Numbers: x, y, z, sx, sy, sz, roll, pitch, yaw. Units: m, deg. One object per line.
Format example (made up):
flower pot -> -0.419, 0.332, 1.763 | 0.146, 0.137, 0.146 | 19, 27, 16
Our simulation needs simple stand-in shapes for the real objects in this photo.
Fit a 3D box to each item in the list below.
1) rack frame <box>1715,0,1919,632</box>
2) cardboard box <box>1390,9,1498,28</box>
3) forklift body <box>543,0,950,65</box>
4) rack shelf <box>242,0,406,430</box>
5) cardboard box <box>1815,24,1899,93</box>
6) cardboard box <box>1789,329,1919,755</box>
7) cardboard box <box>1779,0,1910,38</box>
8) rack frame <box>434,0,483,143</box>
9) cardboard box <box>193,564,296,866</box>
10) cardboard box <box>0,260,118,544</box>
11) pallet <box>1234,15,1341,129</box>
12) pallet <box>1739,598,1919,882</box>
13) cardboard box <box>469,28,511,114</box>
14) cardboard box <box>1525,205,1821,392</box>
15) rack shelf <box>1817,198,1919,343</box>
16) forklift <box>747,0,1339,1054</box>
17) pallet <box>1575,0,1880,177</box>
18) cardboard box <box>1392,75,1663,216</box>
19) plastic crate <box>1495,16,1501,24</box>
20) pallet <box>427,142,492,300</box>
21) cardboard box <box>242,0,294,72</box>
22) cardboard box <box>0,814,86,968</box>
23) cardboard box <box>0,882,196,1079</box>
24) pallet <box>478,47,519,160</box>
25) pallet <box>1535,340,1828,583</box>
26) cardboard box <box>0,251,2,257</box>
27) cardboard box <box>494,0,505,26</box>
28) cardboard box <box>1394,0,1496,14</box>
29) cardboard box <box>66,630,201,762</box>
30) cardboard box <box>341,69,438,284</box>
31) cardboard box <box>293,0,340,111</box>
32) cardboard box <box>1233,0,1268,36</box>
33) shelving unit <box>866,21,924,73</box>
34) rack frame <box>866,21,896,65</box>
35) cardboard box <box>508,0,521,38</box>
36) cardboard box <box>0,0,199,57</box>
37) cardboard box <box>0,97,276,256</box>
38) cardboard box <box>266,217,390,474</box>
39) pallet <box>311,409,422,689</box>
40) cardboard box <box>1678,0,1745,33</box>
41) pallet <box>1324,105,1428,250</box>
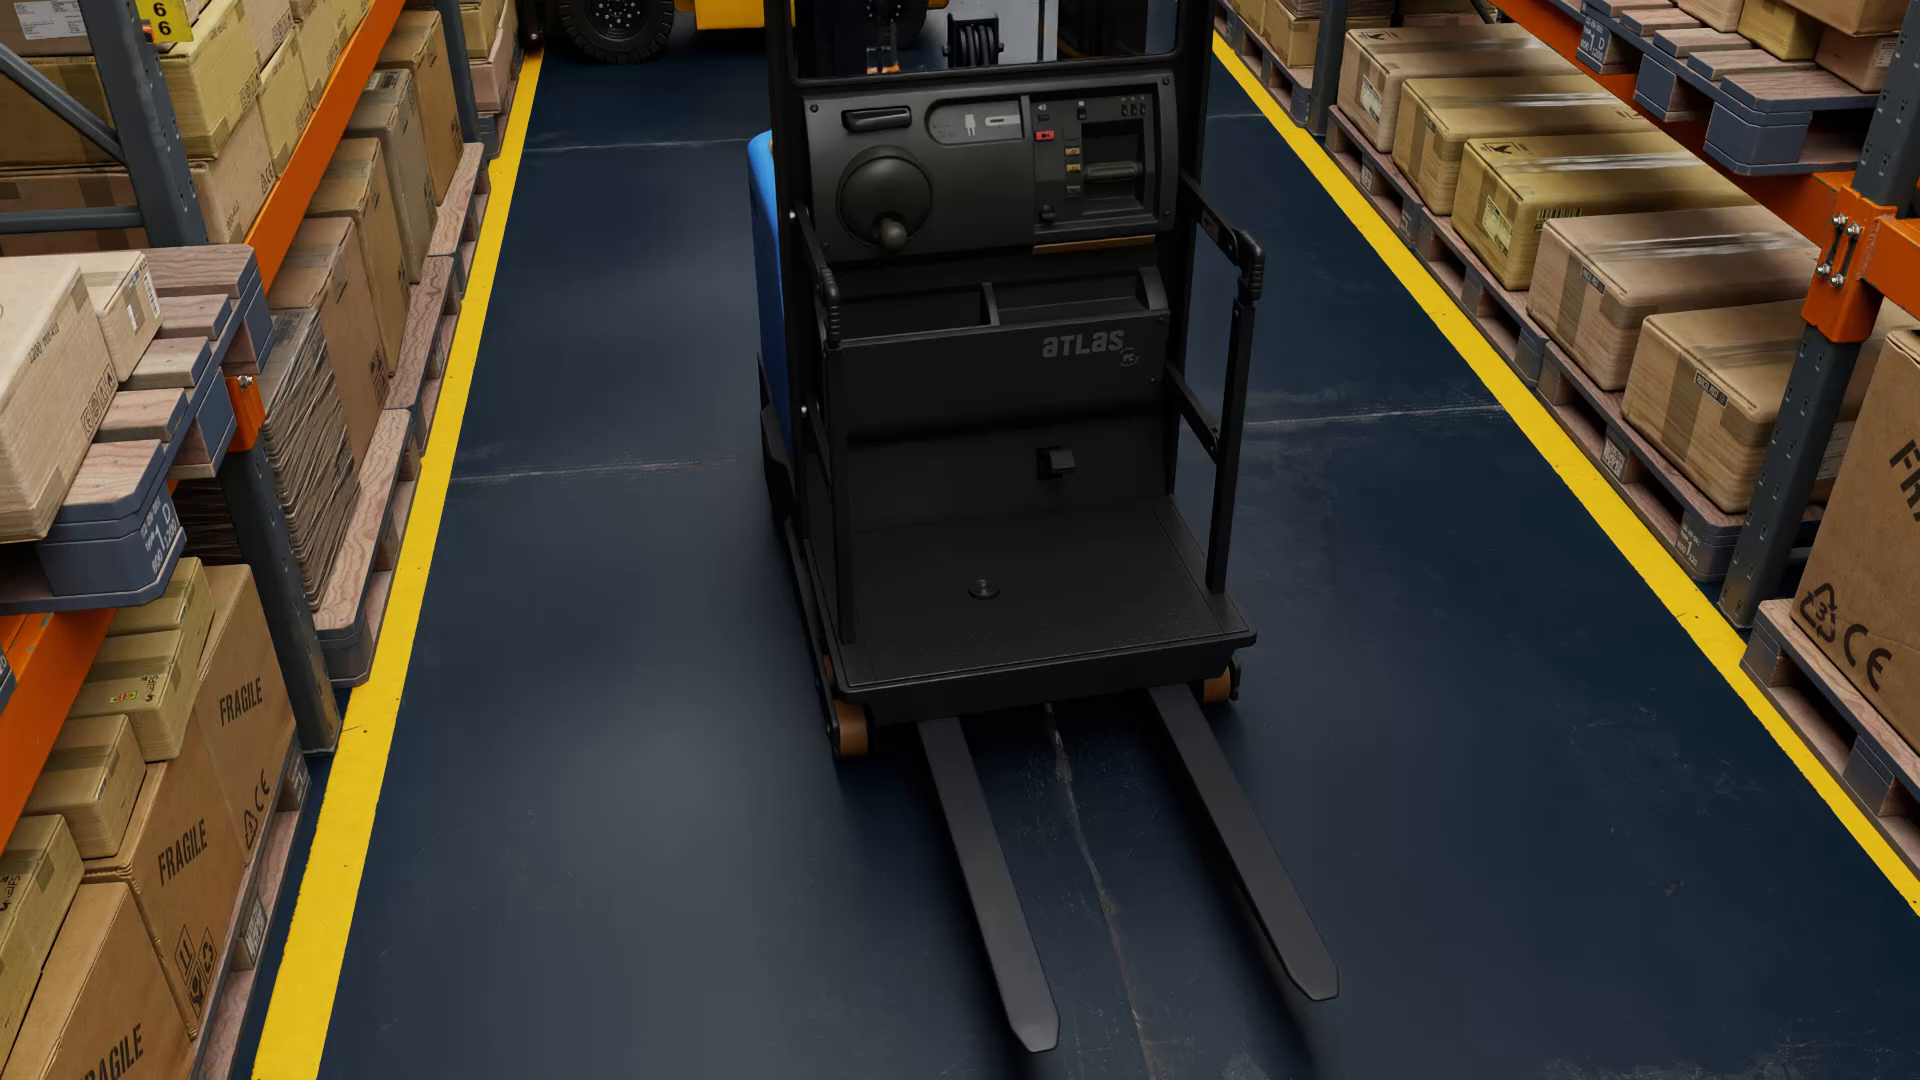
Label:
rack frame -> 2.756, -1.043, 4.118 | 1.000, 3.000, 0.127 | -4, 35, -6
cardboard box -> 2.406, -2.663, 8.562 | 0.500, 0.250, 0.500 | -6, 35, -9
forklift body -> -1.176, -3.859, 9.003 | 2.313, 2.155, 1.214 | -4, 35, -6
rack shelf -> -2.432, -1.484, 5.403 | 1.077, 0.370, 4.000 | -4, 35, -6
cardboard box -> 2.478, -1.278, 4.312 | 0.380, 0.149, 0.250 | -3, 34, -5
cardboard box -> 2.766, 0.053, 4.023 | 0.875, 0.875, 0.875 | -5, 35, -7
cardboard box -> 2.419, -1.614, 4.229 | 0.500, 0.500, 0.500 | -5, 35, -8
rack frame -> -2.701, -2.898, 6.838 | 1.000, 3.000, 0.127 | -4, 35, -6
cardboard box -> -1.893, 0.414, 3.826 | 0.500, 0.500, 0.500 | -3, 34, -5
cardboard box -> -1.700, -0.213, 2.659 | 0.500, 0.250, 0.500 | -6, 35, -9
pallet -> 2.092, -2.495, 8.724 | 1.003, 0.211, 1.213 | -4, 35, -6
pallet -> 2.787, 0.554, 4.249 | 1.003, 0.211, 1.213 | -4, 35, -6
cardboard box -> -2.437, -2.230, 7.927 | 0.500, 0.250, 0.500 | -4, 34, -6
cardboard box -> 2.582, -0.858, 5.806 | 0.950, 0.372, 0.625 | -5, 35, -7
rack shelf -> 3.025, 0.370, 2.683 | 1.077, 0.370, 4.000 | -4, 35, -6
forklift -> 0.135, -0.869, 3.923 | 1.130, 2.935, 3.031 | -7, 35, -10
pallet -> 2.554, -1.354, 4.743 | 1.213, 0.211, 1.003 | -4, 35, -6
cardboard box -> 2.391, -1.670, 6.997 | 0.950, 0.372, 0.625 | -2, 34, -3
plastic crate -> 2.819, -3.007, 9.592 | 0.402, 0.080, 0.583 | -16, 38, -23
pallet -> -2.563, -1.337, 7.025 | 1.003, 0.211, 1.213 | -4, 35, -6
cardboard box -> -2.046, -1.356, 4.265 | 0.500, 0.250, 0.500 | -3, 34, -5
cardboard box -> -1.796, 0.633, 2.928 | 0.380, 0.149, 0.250 | -3, 34, -5
cardboard box -> -1.763, 0.986, 2.987 | 0.500, 0.500, 0.500 | -3, 34, -4
pallet -> -2.766, -2.192, 8.279 | 1.003, 0.211, 1.213 | -4, 35, -6
pallet -> 2.652, -0.327, 5.543 | 1.003, 0.211, 1.213 | -4, 35, -6
cardboard box -> -2.476, -0.835, 3.945 | 0.500, 0.250, 0.500 | -5, 35, -7
cardboard box -> -2.529, -2.716, 8.196 | 0.500, 0.250, 0.500 | -5, 35, -7
cardboard box -> 2.406, -2.972, 8.351 | 0.500, 0.500, 0.500 | -3, 34, -4
cardboard box -> -1.778, 0.332, 3.370 | 0.380, 0.149, 0.250 | -6, 35, -9
cardboard box -> -2.522, -1.366, 6.326 | 0.875, 0.625, 0.625 | -5, 35, -7
cardboard box -> -2.119, -1.438, 4.829 | 0.500, 0.250, 0.500 | -5, 35, -8
cardboard box -> 1.790, -2.919, 8.938 | 0.500, 0.250, 0.500 | -5, 35, -8
shelving unit -> -0.286, -1.143, 5.853 | 0.258, 1.200, 0.503 | -7, 34, -10
rack frame -> -0.339, -1.273, 6.053 | 0.240, 1.200, 0.015 | -7, 34, -10
cardboard box -> -2.606, -2.798, 8.760 | 0.500, 0.250, 0.500 | -4, 34, -6
cardboard box -> -1.914, -1.175, 3.646 | 0.380, 0.149, 0.250 | -3, 34, -5
cardboard box -> -1.980, -0.870, 3.996 | 0.500, 0.250, 0.500 | -4, 35, -6
cardboard box -> -2.329, -0.571, 5.160 | 0.875, 0.625, 0.625 | -3, 34, -5
pallet -> -2.235, 0.024, 5.027 | 1.003, 0.211, 1.213 | -4, 35, -6
cardboard box -> 2.292, -1.560, 4.725 | 0.380, 0.149, 0.250 | -5, 35, -7
pallet -> 2.324, -1.689, 7.541 | 1.003, 0.211, 1.213 | -4, 35, -6
